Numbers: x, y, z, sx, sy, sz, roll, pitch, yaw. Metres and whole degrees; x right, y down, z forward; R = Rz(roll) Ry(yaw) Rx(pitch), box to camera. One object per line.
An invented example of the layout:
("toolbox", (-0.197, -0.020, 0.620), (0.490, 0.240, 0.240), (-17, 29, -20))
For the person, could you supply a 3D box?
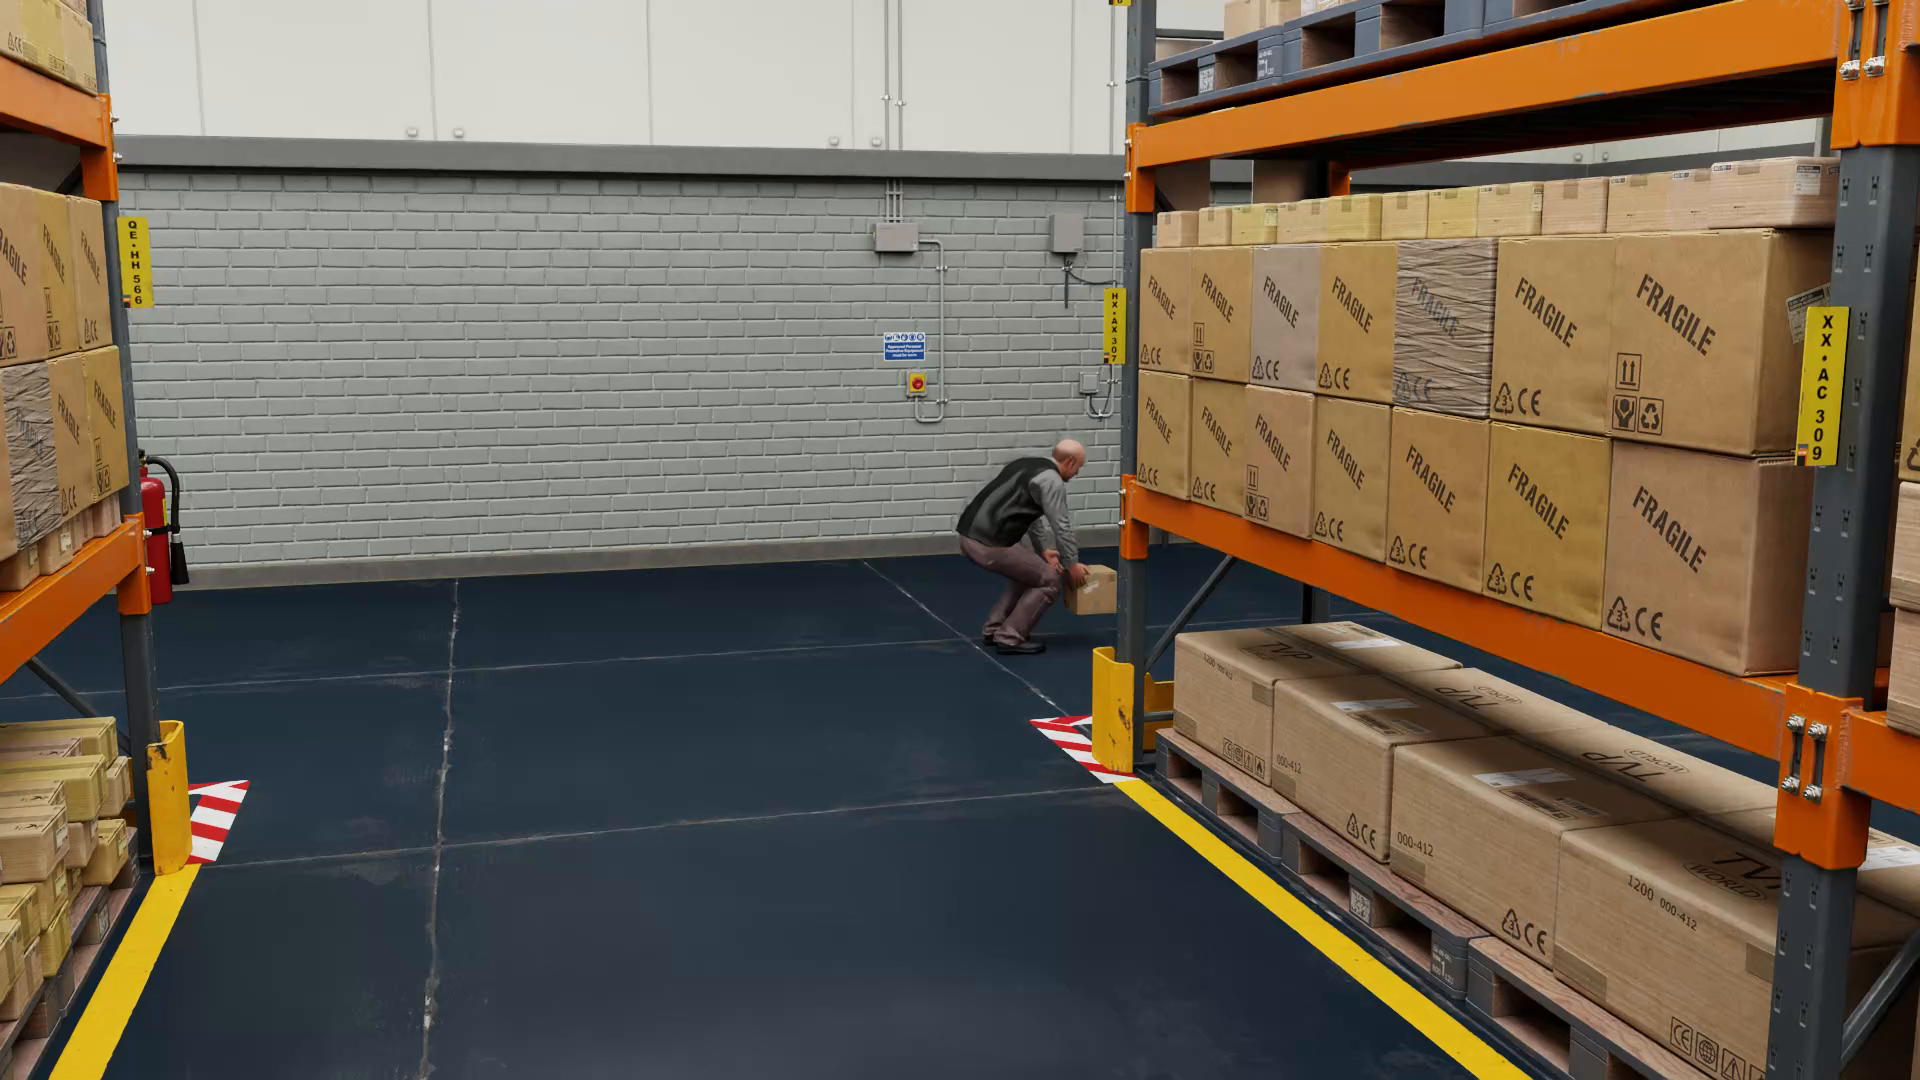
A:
("person", (0.366, 0.025, 9.841), (0.789, 1.232, 0.583), (-3, 10, -16))
